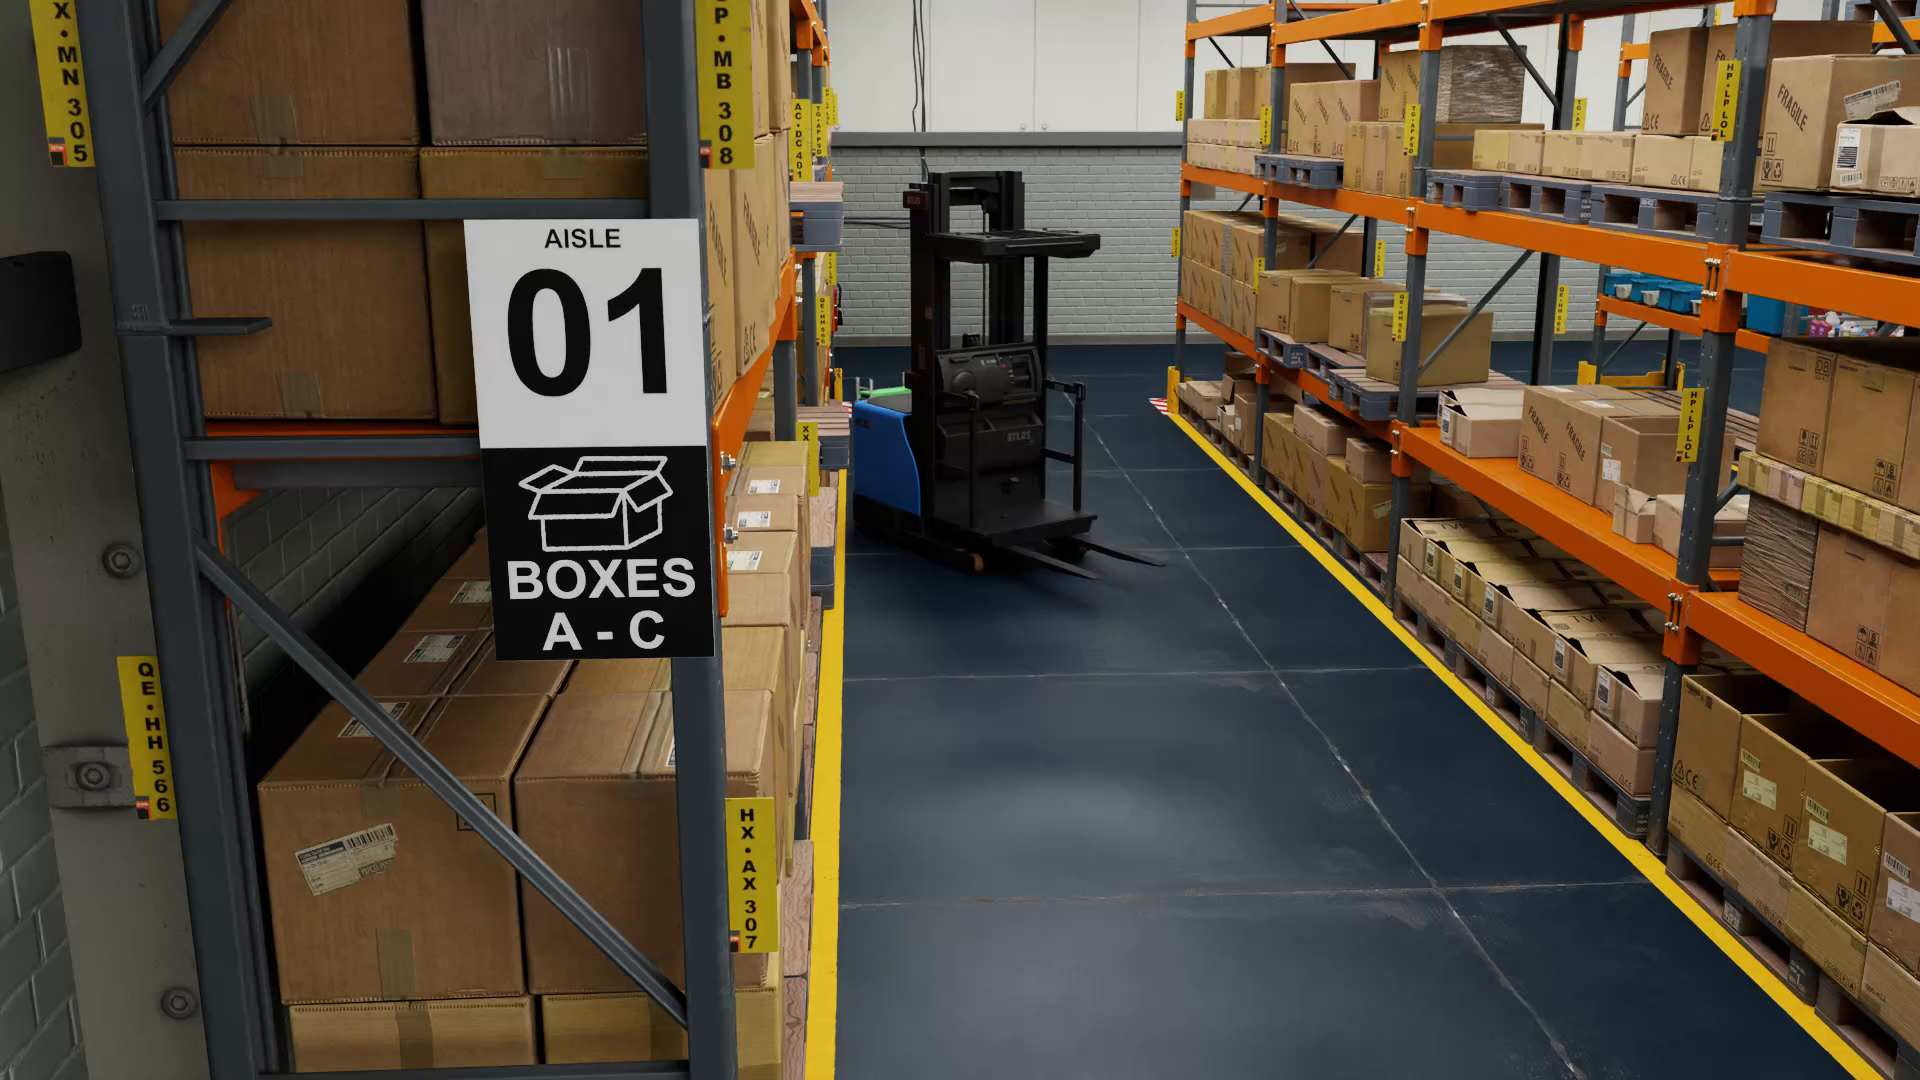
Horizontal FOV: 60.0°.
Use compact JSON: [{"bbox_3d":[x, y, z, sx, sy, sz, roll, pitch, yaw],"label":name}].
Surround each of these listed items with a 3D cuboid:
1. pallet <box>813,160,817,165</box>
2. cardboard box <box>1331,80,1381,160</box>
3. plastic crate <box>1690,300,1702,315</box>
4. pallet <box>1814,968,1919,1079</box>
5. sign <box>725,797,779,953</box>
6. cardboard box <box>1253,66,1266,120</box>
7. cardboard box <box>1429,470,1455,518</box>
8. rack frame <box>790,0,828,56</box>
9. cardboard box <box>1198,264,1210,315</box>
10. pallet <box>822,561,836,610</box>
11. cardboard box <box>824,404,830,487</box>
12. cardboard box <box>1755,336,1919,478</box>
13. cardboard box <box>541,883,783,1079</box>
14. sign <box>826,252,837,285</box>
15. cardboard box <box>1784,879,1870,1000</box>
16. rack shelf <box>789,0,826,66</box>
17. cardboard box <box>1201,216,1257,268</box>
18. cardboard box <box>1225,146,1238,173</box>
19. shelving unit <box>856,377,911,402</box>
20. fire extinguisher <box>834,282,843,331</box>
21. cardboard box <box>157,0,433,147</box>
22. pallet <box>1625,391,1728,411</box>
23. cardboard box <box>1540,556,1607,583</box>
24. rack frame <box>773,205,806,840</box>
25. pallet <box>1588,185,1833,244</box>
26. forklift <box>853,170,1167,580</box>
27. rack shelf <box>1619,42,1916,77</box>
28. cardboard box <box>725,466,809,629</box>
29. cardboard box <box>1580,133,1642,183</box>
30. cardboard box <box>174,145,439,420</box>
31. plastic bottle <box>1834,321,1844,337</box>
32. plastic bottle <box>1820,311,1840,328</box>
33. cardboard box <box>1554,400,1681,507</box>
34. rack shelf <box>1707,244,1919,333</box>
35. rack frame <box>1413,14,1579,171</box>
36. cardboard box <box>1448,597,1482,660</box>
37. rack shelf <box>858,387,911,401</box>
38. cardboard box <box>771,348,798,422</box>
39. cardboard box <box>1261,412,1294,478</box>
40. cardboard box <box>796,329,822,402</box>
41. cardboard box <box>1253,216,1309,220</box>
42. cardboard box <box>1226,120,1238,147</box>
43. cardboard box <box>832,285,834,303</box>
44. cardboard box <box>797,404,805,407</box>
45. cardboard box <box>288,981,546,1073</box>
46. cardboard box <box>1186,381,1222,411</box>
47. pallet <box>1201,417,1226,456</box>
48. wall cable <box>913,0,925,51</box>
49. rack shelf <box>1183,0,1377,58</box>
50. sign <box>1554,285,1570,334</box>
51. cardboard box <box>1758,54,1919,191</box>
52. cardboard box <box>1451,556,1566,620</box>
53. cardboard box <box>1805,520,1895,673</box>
[{"bbox_3d":[-1.609,-2.707,12.388,1.003,0.211,1.213,0,14,-1],"label":"pallet"},{"bbox_3d":[3.295,-3.276,12.974,0.600,0.600,0.600,-1,15,-6],"label":"cardboard box"},{"bbox_3d":[7.788,-2.386,17.190,0.293,0.136,0.466,-1,14,-3],"label":"plastic crate"},{"bbox_3d":[3.834,1.862,5.867,1.003,0.211,1.213,-1,14,-3],"label":"pallet"},{"bbox_3d":[-0.407,0.653,3.231,0.100,0.325,0.005,-1,14,-3],"label":"sign"},{"bbox_3d":[3.257,-4.337,16.138,0.700,0.500,0.500,-1,14,-3],"label":"cardboard box"},{"bbox_3d":[3.719,-0.236,12.559,0.500,0.500,0.500,-1,14,-5],"label":"cardboard box"},{"bbox_3d":[-1.940,-5.804,18.024,1.000,3.000,0.127,-1,14,-3],"label":"rack frame"},{"bbox_3d":[2.834,-2.657,17.631,0.500,0.500,0.500,-1,14,-4],"label":"cardboard box"},{"bbox_3d":[-1.418,0.244,12.153,1.003,0.211,1.213,-1,14,-3],"label":"pallet"},{"bbox_3d":[-1.464,-0.685,13.641,0.750,0.750,0.750,0,14,-2],"label":"cardboard box"},{"bbox_3d":[3.781,-0.558,6.870,0.700,0.500,0.500,-1,14,-3],"label":"cardboard box"},{"bbox_3d":[-0.662,1.017,3.813,0.500,0.250,0.500,-1,14,-5],"label":"cardboard box"},{"bbox_3d":[-1.151,-2.437,14.813,0.100,0.325,0.005,-1,14,-3],"label":"sign"},{"bbox_3d":[3.525,1.506,6.330,0.500,0.250,0.500,-1,14,-3],"label":"cardboard box"},{"bbox_3d":[-1.568,-3.769,12.364,1.077,0.370,4.000,-1,14,-3],"label":"rack shelf"},{"bbox_3d":[2.834,-3.140,17.502,0.500,0.500,0.500,-1,14,-3],"label":"cardboard box"},{"bbox_3d":[2.896,-3.727,16.272,0.500,0.250,0.500,-1,14,-3],"label":"cardboard box"},{"bbox_3d":[-0.592,-0.802,14.220,0.503,1.200,0.258,-10,15,-33],"label":"shelving unit"},{"bbox_3d":[-1.489,-2.725,19.001,0.296,0.674,0.183,-1,14,-3],"label":"fire extinguisher"},{"bbox_3d":[-1.236,-1.017,3.194,0.500,0.500,0.500,0,14,-1],"label":"cardboard box"},{"bbox_3d":[7.960,-1.495,18.914,1.003,0.211,1.213,-1,14,-3],"label":"pallet"},{"bbox_3d":[3.845,0.252,10.078,0.500,0.311,0.500,-1,14,-4],"label":"cardboard box"},{"bbox_3d":[-1.197,0.086,7.172,1.000,3.000,0.127,-1,14,-3],"label":"rack frame"},{"bbox_3d":[3.680,-1.571,7.975,0.805,0.209,1.217,-1,15,-6],"label":"pallet"},{"bbox_3d":[0.355,-1.290,12.659,1.130,2.935,3.031,-10,17,-33],"label":"forklift"},{"bbox_3d":[8.072,-4.917,16.825,1.077,0.370,4.000,-1,14,-3],"label":"rack shelf"},{"bbox_3d":[-0.822,0.023,6.175,0.500,0.500,0.500,-1,14,-4],"label":"cardboard box"},{"bbox_3d":[3.690,-2.051,8.918,0.500,0.250,0.500,-2,15,-8],"label":"cardboard box"},{"bbox_3d":[-1.227,-0.530,3.305,0.500,0.500,0.500,0,14,1],"label":"cardboard box"},{"bbox_3d":[7.832,-1.811,14.802,0.097,0.271,0.097,0,14,0],"label":"plastic bottle"},{"bbox_3d":[7.897,-1.930,15.107,0.144,0.351,0.185,-1,14,-3],"label":"plastic bottle"},{"bbox_3d":[3.652,-0.487,9.197,0.500,0.500,0.500,-1,14,-3],"label":"cardboard box"},{"bbox_3d":[3.871,-0.598,5.256,1.077,0.370,4.000,-1,14,-3],"label":"rack shelf"},{"bbox_3d":[3.500,-3.892,10.592,1.000,3.000,0.127,-1,14,-3],"label":"rack frame"},{"bbox_3d":[3.309,0.531,10.118,0.500,0.250,0.500,-1,14,-5],"label":"cardboard box"},{"bbox_3d":[-0.599,-1.208,14.127,0.480,0.148,0.258,-10,15,-33],"label":"rack shelf"},{"bbox_3d":[-1.344,-0.915,9.979,0.700,0.500,0.500,-2,15,-9],"label":"cardboard box"},{"bbox_3d":[3.039,-0.859,14.980,0.500,0.500,0.500,-2,15,-6],"label":"cardboard box"},{"bbox_3d":[-1.219,-1.236,11.472,0.500,0.500,0.500,0,14,-2],"label":"cardboard box"},{"bbox_3d":[3.375,-3.147,17.532,0.500,0.500,0.500,0,14,-2],"label":"cardboard box"},{"bbox_3d":[2.894,-3.969,16.209,0.500,0.250,0.500,-1,14,-3],"label":"cardboard box"},{"bbox_3d":[-1.898,-2.917,18.242,0.980,0.700,0.700,0,14,-1],"label":"cardboard box"},{"bbox_3d":[-1.234,-0.882,11.400,0.380,0.149,0.250,-1,14,-4],"label":"cardboard box"},{"bbox_3d":[-1.171,1.030,3.762,0.500,0.250,0.500,-1,14,-3],"label":"cardboard box"},{"bbox_3d":[2.785,-1.593,18.334,0.500,0.250,0.500,-1,14,-3],"label":"cardboard box"},{"bbox_3d":[3.132,-1.105,17.399,1.003,0.211,1.213,-1,14,-3],"label":"pallet"},{"bbox_3d":[0.766,-8.200,23.432,3.097,2.526,0.112,-1,14,-3],"label":"wall cable"},{"bbox_3d":[3.128,-5.034,16.482,1.077,0.370,4.000,-1,14,-3],"label":"rack shelf"},{"bbox_3d":[4.053,-1.556,11.232,0.100,0.325,0.005,-1,14,-3],"label":"sign"},{"bbox_3d":[3.515,-1.634,6.514,0.500,0.500,0.500,0,14,1],"label":"cardboard box"},{"bbox_3d":[3.309,0.263,10.036,0.500,0.311,0.500,-1,14,-5],"label":"cardboard box"},{"bbox_3d":[3.820,0.202,6.523,0.700,0.500,0.500,-1,14,-4],"label":"cardboard box"}]
